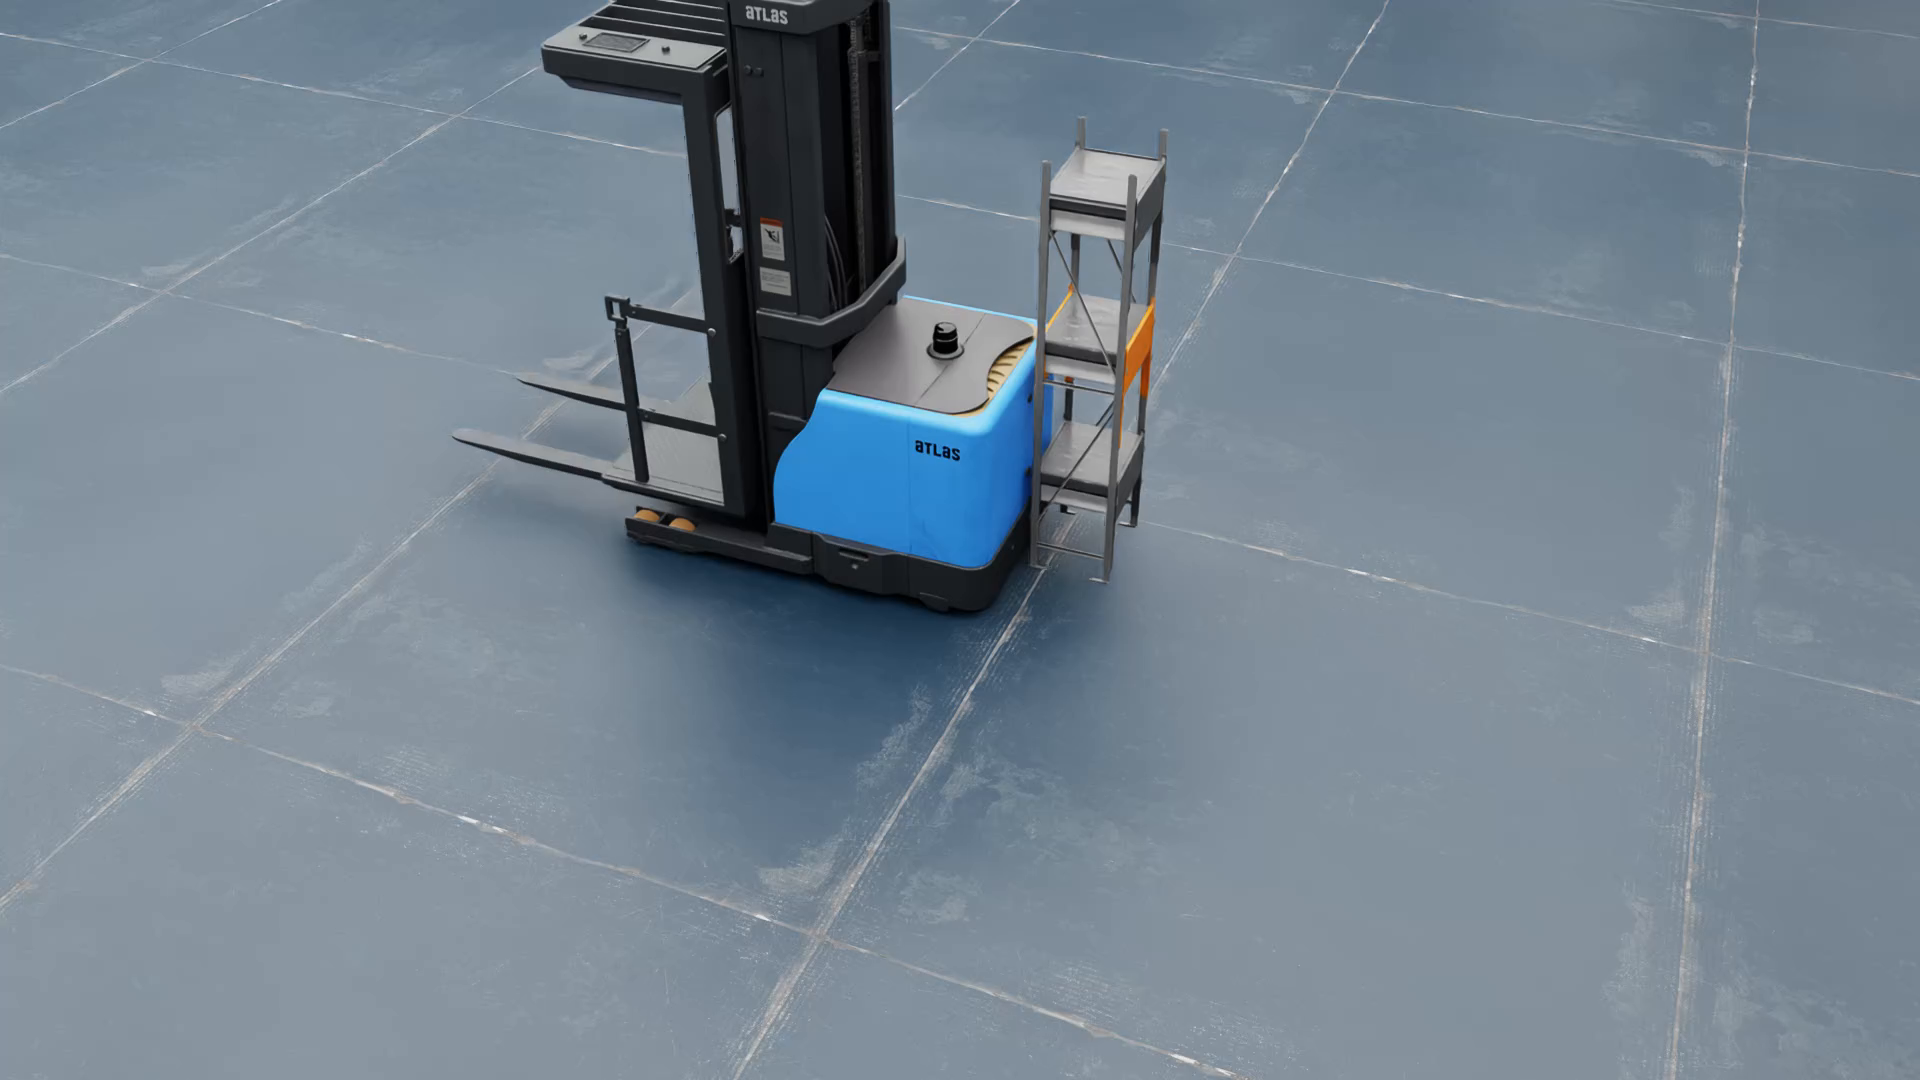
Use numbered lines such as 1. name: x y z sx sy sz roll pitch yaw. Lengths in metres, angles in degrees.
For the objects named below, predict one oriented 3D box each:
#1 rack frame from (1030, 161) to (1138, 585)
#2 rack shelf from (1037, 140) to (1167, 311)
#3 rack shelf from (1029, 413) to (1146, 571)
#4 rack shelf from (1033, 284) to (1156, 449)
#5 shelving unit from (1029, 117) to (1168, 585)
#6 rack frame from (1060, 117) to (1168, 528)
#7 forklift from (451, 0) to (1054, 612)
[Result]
1. rack frame: 0.528 -0.671 7.394 0.400 2.100 0.015 13 39 16
2. rack shelf: 0.613 -1.357 7.166 0.431 0.518 0.480 13 39 16
3. rack shelf: 0.613 -0.236 8.004 0.431 0.518 0.480 13 39 16
4. rack shelf: 0.613 -0.797 7.585 0.431 0.518 0.480 13 39 16
5. shelving unit: 0.613 -0.808 7.577 0.431 2.100 0.503 13 39 16
6. rack frame: 0.698 -0.945 7.760 0.400 2.100 0.015 13 39 16
7. forklift: -1.106 -1.392 7.665 3.031 2.935 1.130 13 39 17
